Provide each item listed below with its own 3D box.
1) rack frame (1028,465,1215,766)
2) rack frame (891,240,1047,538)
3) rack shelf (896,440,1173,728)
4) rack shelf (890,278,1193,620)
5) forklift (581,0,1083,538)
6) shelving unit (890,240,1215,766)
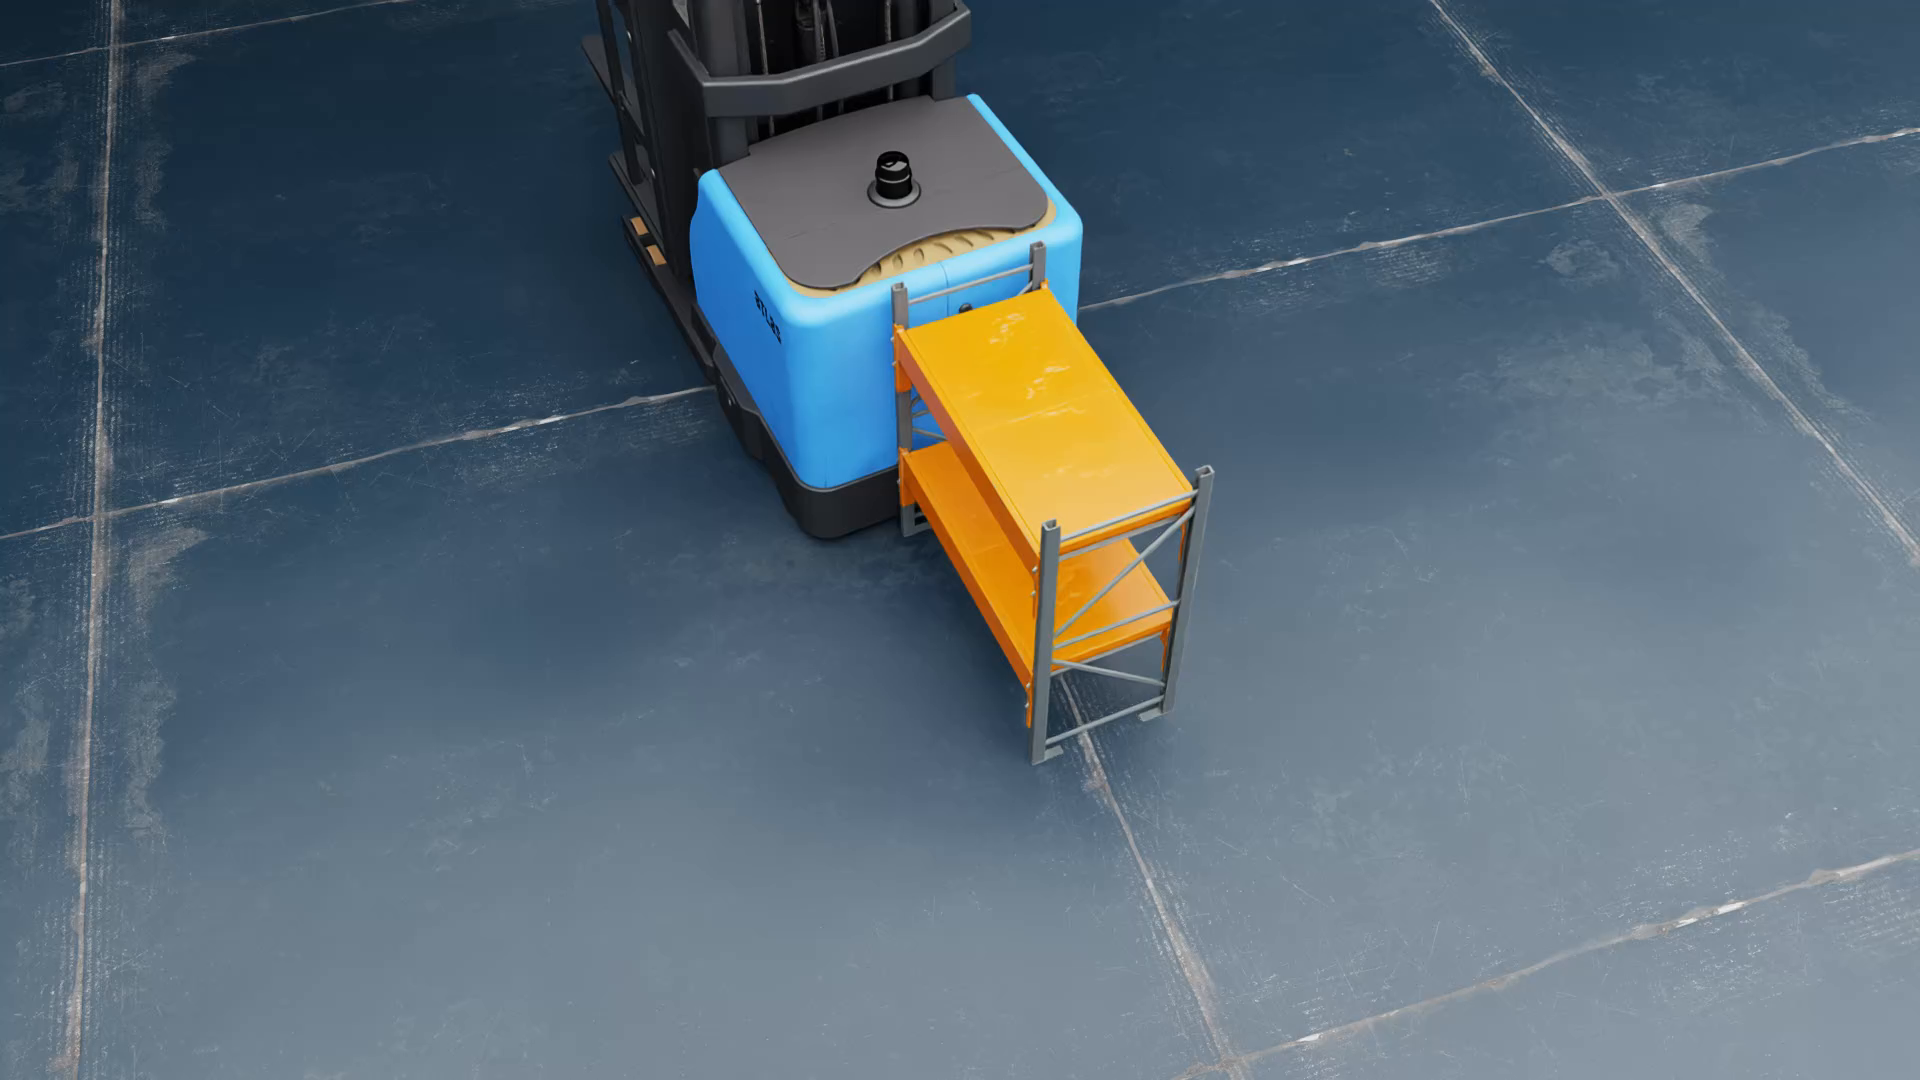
[{"bbox_3d":[0.445,0.250,4.804,0.500,1.125,0.032,-19,52,-15],"label":"rack frame"},{"bbox_3d":[0.029,-0.459,5.401,0.500,1.125,0.032,-19,52,-15],"label":"rack frame"},{"bbox_3d":[0.237,0.053,5.289,0.538,0.278,1.000,-19,52,-15],"label":"rack shelf"},{"bbox_3d":[0.237,-0.293,4.879,0.538,0.278,1.000,-19,52,-15],"label":"rack shelf"},{"bbox_3d":[-0.699,-2.092,5.597,1.130,2.935,3.031,-21,53,-17],"label":"forklift"},{"bbox_3d":[0.237,-0.105,5.102,0.538,1.125,1.048,-19,52,-15],"label":"shelving unit"}]
